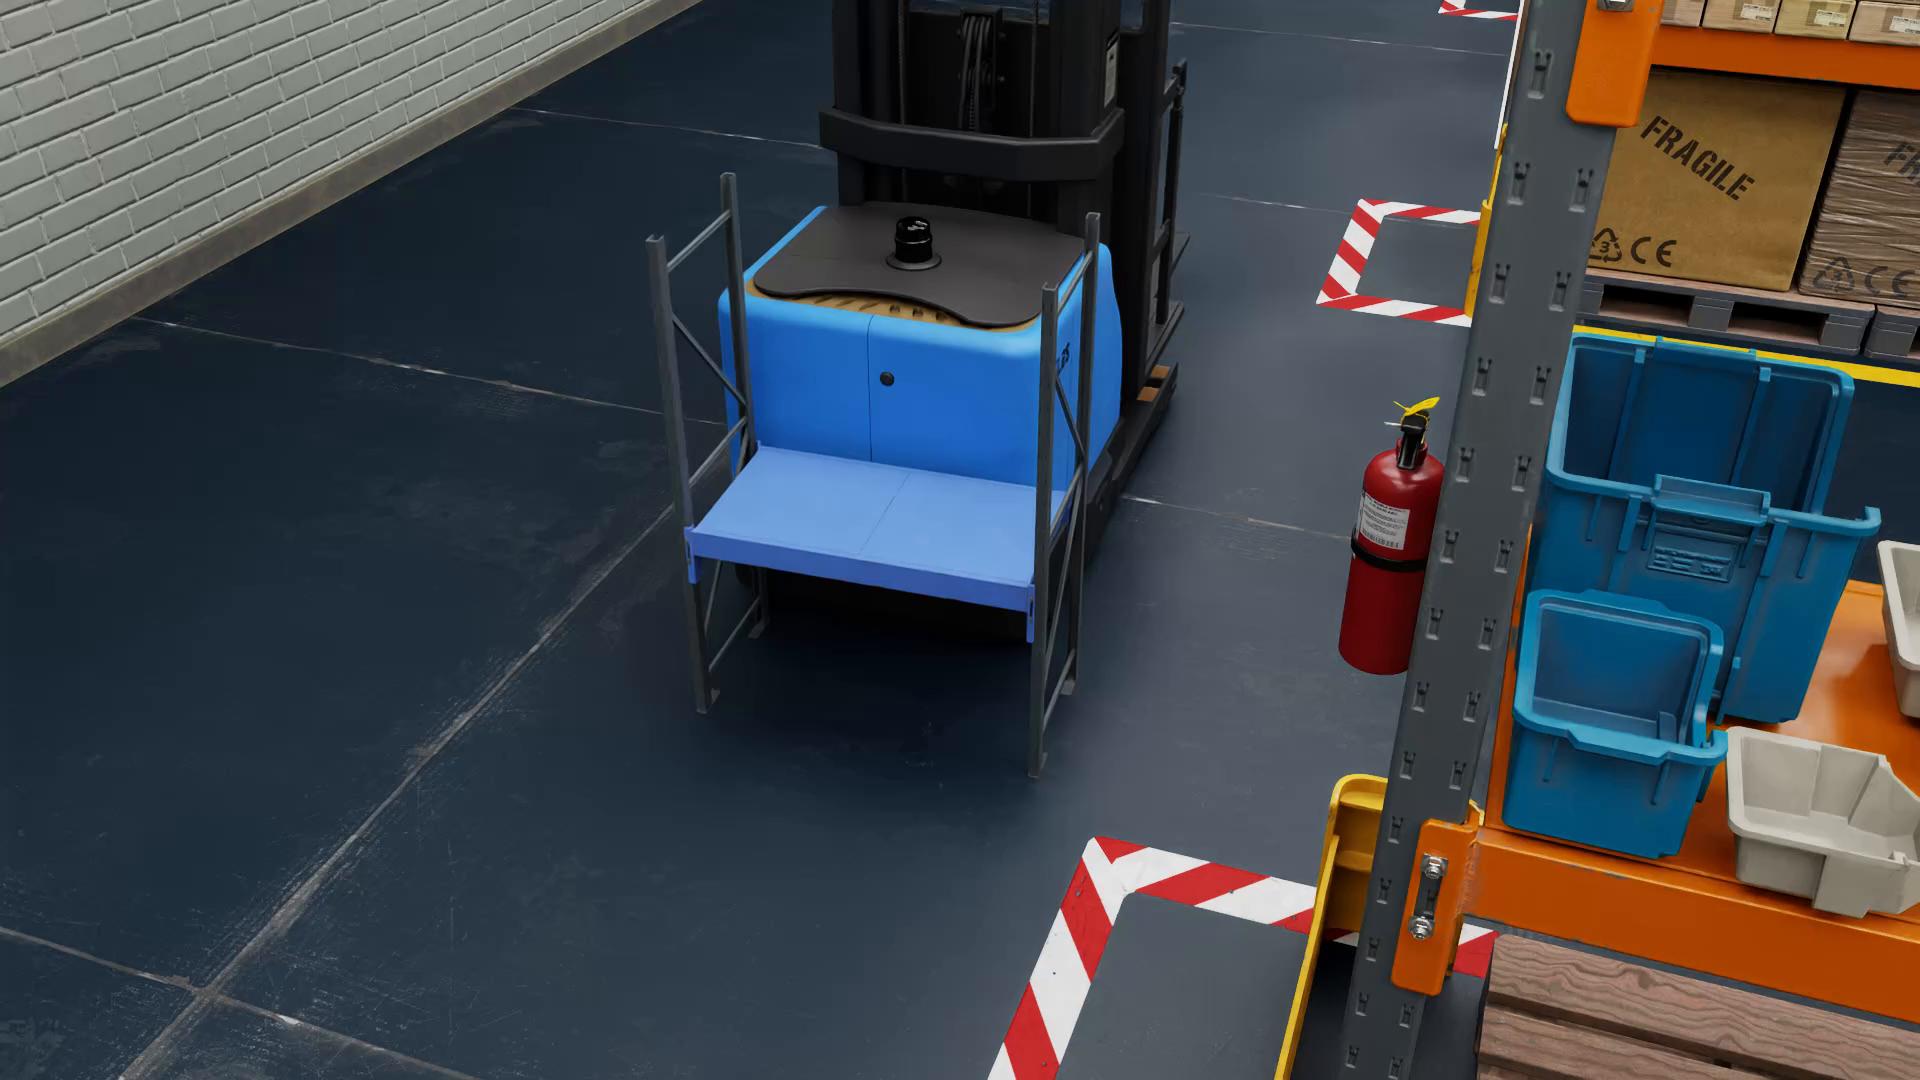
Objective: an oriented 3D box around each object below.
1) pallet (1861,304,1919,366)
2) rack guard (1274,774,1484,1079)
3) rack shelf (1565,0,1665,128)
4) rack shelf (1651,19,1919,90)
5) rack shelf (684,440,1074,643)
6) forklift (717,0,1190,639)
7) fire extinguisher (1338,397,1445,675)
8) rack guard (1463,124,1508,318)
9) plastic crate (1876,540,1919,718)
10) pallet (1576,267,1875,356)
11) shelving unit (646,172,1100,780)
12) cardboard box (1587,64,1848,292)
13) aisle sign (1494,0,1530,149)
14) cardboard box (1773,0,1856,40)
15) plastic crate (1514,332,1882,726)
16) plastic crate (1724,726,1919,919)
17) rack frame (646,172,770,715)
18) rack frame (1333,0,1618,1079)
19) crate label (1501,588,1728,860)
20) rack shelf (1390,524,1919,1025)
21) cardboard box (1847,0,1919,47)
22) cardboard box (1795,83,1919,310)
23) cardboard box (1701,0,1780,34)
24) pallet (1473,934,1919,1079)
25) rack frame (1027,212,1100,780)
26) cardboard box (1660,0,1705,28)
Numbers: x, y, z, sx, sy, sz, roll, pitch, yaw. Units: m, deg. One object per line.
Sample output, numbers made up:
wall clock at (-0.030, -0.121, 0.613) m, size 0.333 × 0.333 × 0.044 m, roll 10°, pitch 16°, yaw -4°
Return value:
pallet at (4.495, -0.992, 7.091) m, size 1.213 × 0.211 × 1.003 m, roll 11°, pitch 34°, yaw 16°
rack guard at (0.874, 1.088, 3.604) m, size 0.348 × 0.500 × 1.175 m, roll 11°, pitch 34°, yaw 16°
rack shelf at (2.783, -0.556, 1.744) m, size 4.000 × 0.370 × 1.077 m, roll 11°, pitch 34°, yaw 16°
rack shelf at (4.454, -1.825, 6.475) m, size 4.000 × 0.370 × 1.077 m, roll 11°, pitch 34°, yaw 16°
rack shelf at (-0.210, -0.012, 4.718) m, size 1.000 × 0.185 × 0.538 m, roll 9°, pitch 34°, yaw 14°
forklift at (0.222, -1.718, 5.709) m, size 1.130 × 2.935 × 3.031 m, roll 11°, pitch 34°, yaw 16°
fire extinguisher at (0.912, -0.035, 3.454) m, size 0.183 × 0.674 × 0.296 m, roll 11°, pitch 34°, yaw 16°
rack guard at (2.549, -1.448, 7.532) m, size 0.348 × 0.500 × 1.175 m, roll 11°, pitch 34°, yaw 16°
plastic crate at (1.729, 0.178, 2.897) m, size 0.243 × 0.136 × 0.396 m, roll 11°, pitch 34°, yaw 16°
pallet at (3.351, -1.216, 7.438) m, size 1.213 × 0.211 × 1.003 m, roll 11°, pitch 34°, yaw 16°
shelving unit at (-0.210, -0.163, 4.620) m, size 1.048 × 1.500 × 0.538 m, roll 9°, pitch 34°, yaw 14°
cardboard box at (3.201, -1.701, 7.191) m, size 0.875 × 0.875 × 0.875 m, roll 11°, pitch 34°, yaw 16°
aisle sign at (0.733, -0.918, 2.010) m, size 0.004 × 0.787 × 0.394 m, roll 11°, pitch 34°, yaw 16°
cardboard box at (3.278, -2.062, 6.409) m, size 0.250 × 0.149 × 0.380 m, roll 10°, pitch 34°, yaw 15°
plastic crate at (1.279, -0.039, 2.957) m, size 0.499 × 0.435 × 0.616 m, roll 11°, pitch 34°, yaw 16°
plastic crate at (1.296, 0.435, 2.498) m, size 0.298 × 0.136 × 0.250 m, roll 11°, pitch 34°, yaw 16°
rack frame at (-0.697, -0.242, 4.742) m, size 0.032 × 1.500 × 0.500 m, roll 9°, pitch 34°, yaw 14°
rack frame at (0.901, 0.035, 2.930) m, size 0.127 × 3.000 × 1.000 m, roll 11°, pitch 34°, yaw 16°
crate label at (1.022, 0.294, 2.628) m, size 0.303 × 0.233 × 0.416 m, roll 11°, pitch 34°, yaw 16°
rack shelf at (2.783, 0.704, 2.558) m, size 4.000 × 0.370 × 1.077 m, roll 11°, pitch 34°, yaw 16°
cardboard box at (3.524, -2.015, 6.336) m, size 0.250 × 0.149 × 0.380 m, roll 10°, pitch 34°, yaw 16°
cardboard box at (4.058, -1.535, 6.933) m, size 0.875 × 0.875 × 0.875 m, roll 11°, pitch 34°, yaw 16°
cardboard box at (3.037, -2.108, 6.482) m, size 0.250 × 0.149 × 0.380 m, roll 11°, pitch 34°, yaw 16°
pallet at (1.664, 1.378, 3.422) m, size 1.213 × 0.211 × 1.003 m, roll 11°, pitch 34°, yaw 16°
rack frame at (0.277, -0.085, 4.499) m, size 0.032 × 1.500 × 0.500 m, roll 9°, pitch 34°, yaw 14°
cardboard box at (2.795, -2.155, 6.553) m, size 0.250 × 0.149 × 0.380 m, roll 11°, pitch 35°, yaw 17°
